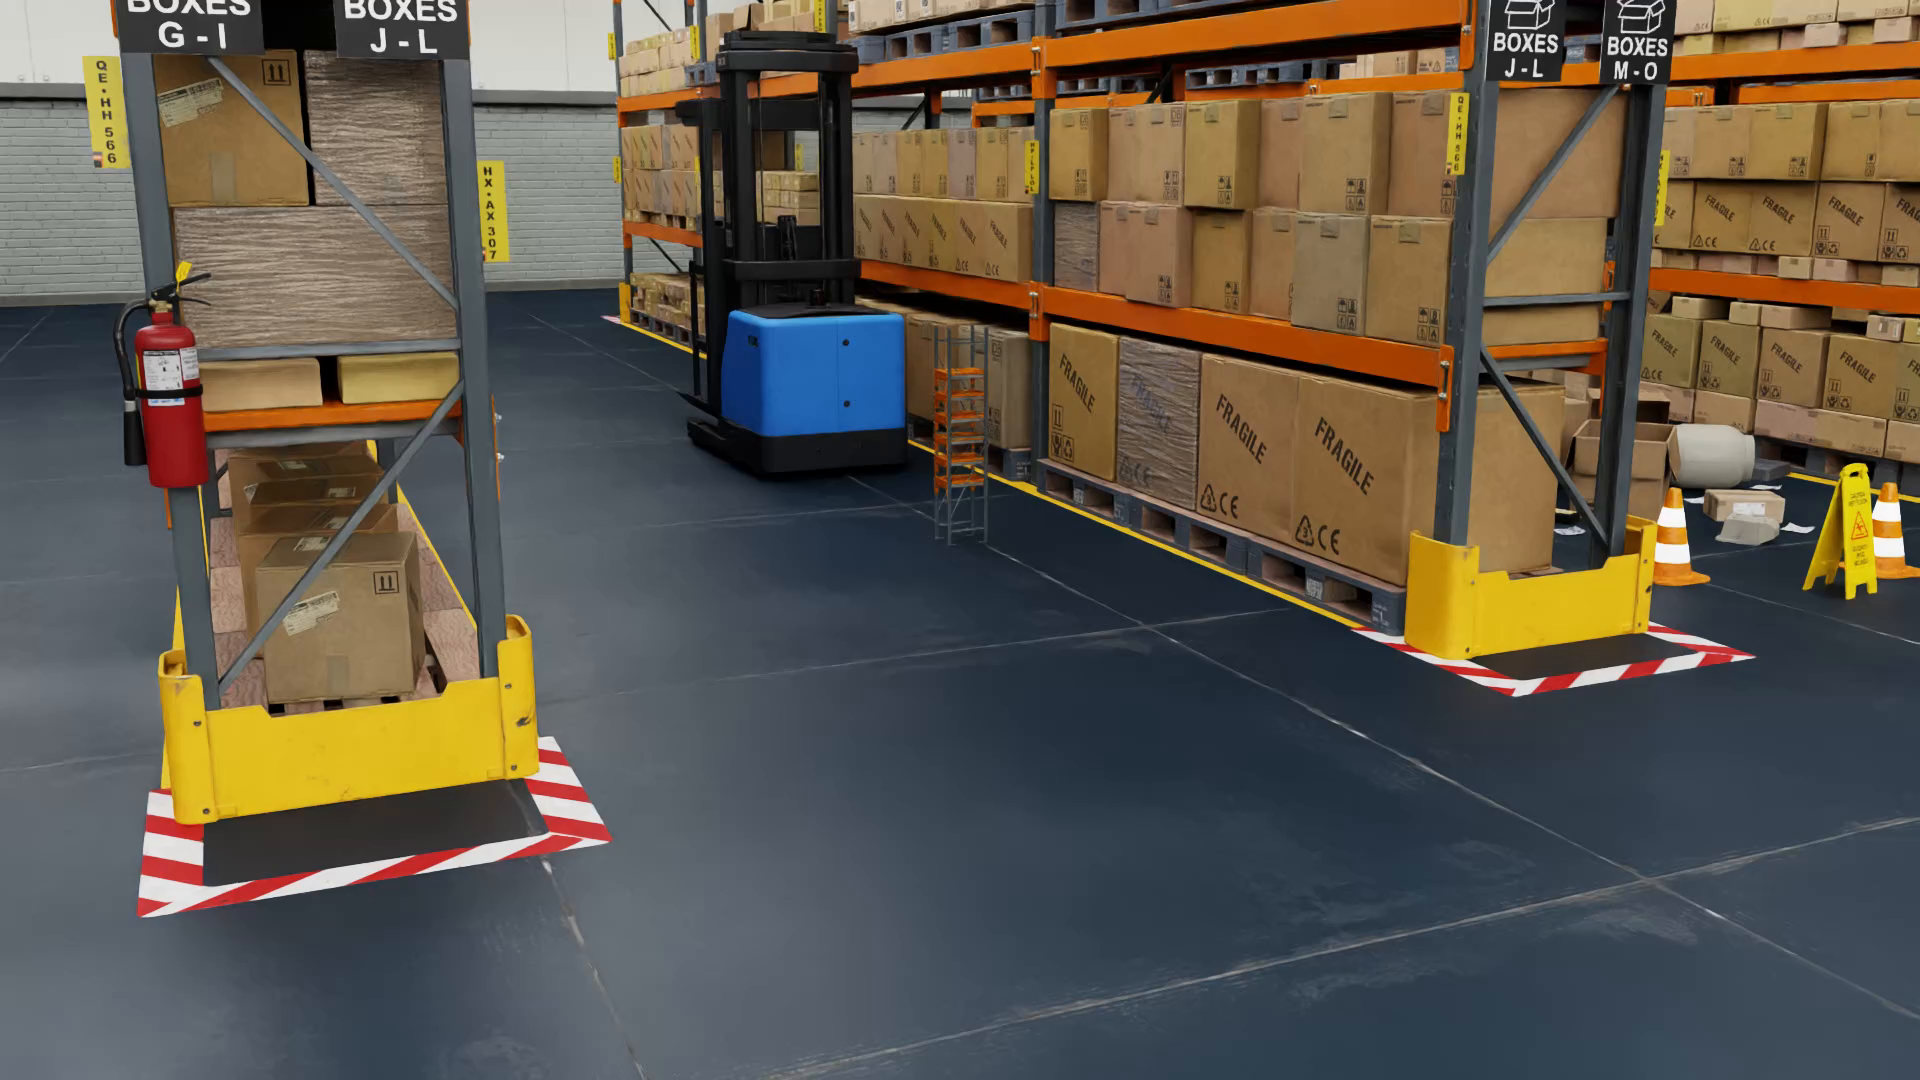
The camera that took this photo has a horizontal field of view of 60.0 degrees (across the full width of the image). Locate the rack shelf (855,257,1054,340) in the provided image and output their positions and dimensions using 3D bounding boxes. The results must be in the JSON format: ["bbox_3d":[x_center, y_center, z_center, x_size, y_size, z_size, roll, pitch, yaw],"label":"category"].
[{"bbox_3d":[0.146,-1.923,12.623,1.077,0.370,4.000,-6,14,-23],"label":"rack shelf"}]

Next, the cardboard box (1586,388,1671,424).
[{"bbox_3d":[4.624,-0.768,11.572,0.500,0.500,0.500,4,14,16],"label":"cardboard box"}]

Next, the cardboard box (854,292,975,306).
[{"bbox_3d":[-0.494,-1.662,13.955,1.050,0.750,0.750,-6,14,-24],"label":"cardboard box"}]

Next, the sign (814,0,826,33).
[{"bbox_3d":[-1.153,-4.352,13.721,0.100,0.325,0.005,-6,14,-23],"label":"sign"}]

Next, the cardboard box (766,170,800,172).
[{"bbox_3d":[-1.810,-3.765,17.290,0.380,0.149,0.250,-6,14,-25],"label":"cardboard box"}]

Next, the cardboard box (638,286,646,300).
[{"bbox_3d":[-3.827,-3.107,20.875,0.380,0.149,0.250,-6,14,-23],"label":"cardboard box"}]

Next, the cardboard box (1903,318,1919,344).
[{"bbox_3d":[6.178,-1.312,10.453,0.380,0.149,0.250,-5,14,-22],"label":"cardboard box"}]

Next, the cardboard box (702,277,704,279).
[{"bbox_3d":[-2.943,-3.150,20.399,0.380,0.149,0.250,-5,14,-21],"label":"cardboard box"}]

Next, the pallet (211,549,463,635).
[{"bbox_3d":[-2.844,0.313,7.549,1.003,0.211,1.213,-6,14,-23],"label":"pallet"}]

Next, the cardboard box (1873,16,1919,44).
[{"bbox_3d":[5.989,-3.203,10.461,0.380,0.149,0.250,-6,14,-24],"label":"cardboard box"}]

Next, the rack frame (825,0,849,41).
[{"bbox_3d":[-0.655,-5.610,13.651,1.000,3.000,0.127,-6,14,-23],"label":"rack frame"}]

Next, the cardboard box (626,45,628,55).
[{"bbox_3d":[-3.939,-6.078,20.668,0.380,0.149,0.250,-6,14,-23],"label":"cardboard box"}]

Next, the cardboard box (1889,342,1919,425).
[{"bbox_3d":[6.272,-0.982,10.464,0.500,0.500,0.500,-5,14,-21],"label":"cardboard box"}]

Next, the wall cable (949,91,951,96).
[{"bbox_3d":[-1.211,-8.948,28.073,2.355,3.000,0.029,-6,14,-23],"label":"wall cable"}]

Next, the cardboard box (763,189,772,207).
[{"bbox_3d":[-1.586,-3.136,15.233,0.380,0.149,0.250,-6,14,-23],"label":"cardboard box"}]

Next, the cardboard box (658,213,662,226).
[{"bbox_3d":[-3.359,-3.803,19.707,0.380,0.149,0.250,-5,14,-21],"label":"cardboard box"}]

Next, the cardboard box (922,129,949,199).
[{"bbox_3d":[0.132,-2.813,12.434,0.700,0.500,0.500,-6,14,-24],"label":"cardboard box"}]

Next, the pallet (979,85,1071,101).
[{"bbox_3d":[0.942,-6.074,22.504,1.003,0.211,1.213,-6,14,-23],"label":"pallet"}]

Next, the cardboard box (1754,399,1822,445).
[{"bbox_3d":[5.870,-0.829,11.464,0.500,0.250,0.500,-6,14,-24],"label":"cardboard box"}]

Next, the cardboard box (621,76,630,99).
[{"bbox_3d":[-3.914,-5.612,20.647,0.500,0.250,0.500,-5,14,-21],"label":"cardboard box"}]

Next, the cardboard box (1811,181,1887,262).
[{"bbox_3d":[5.995,-2.097,10.896,0.500,0.500,0.500,-5,14,-22],"label":"cardboard box"}]

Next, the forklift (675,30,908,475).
[{"bbox_3d":[-1.410,-2.155,12.182,1.130,2.935,3.031,-6,14,-23],"label":"forklift"}]

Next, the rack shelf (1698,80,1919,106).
[{"bbox_3d":[9.187,-4.302,16.247,1.077,0.370,4.000,-6,14,-23],"label":"rack shelf"}]

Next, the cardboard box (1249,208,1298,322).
[{"bbox_3d":[2.010,-1.418,8.514,0.875,0.550,0.550,-6,14,-23],"label":"cardboard box"}]

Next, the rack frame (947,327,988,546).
[{"bbox_3d":[0.042,-0.563,9.140,0.240,1.200,0.006,-6,14,-23],"label":"rack frame"}]

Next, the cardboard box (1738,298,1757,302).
[{"bbox_3d":[8.624,-2.522,17.948,0.875,0.625,0.625,-5,14,-21],"label":"cardboard box"}]

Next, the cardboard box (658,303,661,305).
[{"bbox_3d":[-3.466,-2.814,20.268,0.380,0.149,0.250,-6,14,-23],"label":"cardboard box"}]

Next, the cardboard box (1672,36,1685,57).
[{"bbox_3d":[5.341,-3.580,12.091,0.380,0.149,0.250,-6,14,-24],"label":"cardboard box"}]

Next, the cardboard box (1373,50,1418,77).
[{"bbox_3d":[4.210,-4.468,15.150,0.700,0.500,0.500,-6,14,-23],"label":"cardboard box"}]

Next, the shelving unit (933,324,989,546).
[{"bbox_3d":[0.006,-0.582,9.222,0.258,1.200,0.189,-6,14,-23],"label":"shelving unit"}]

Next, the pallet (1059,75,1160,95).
[{"bbox_3d":[1.919,-5.569,20.326,1.003,0.211,1.213,-6,14,-23],"label":"pallet"}]

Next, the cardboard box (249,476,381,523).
[{"bbox_3d":[-2.775,0.024,7.225,0.500,0.500,0.500,-4,14,-18],"label":"cardboard box"}]

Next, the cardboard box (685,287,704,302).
[{"bbox_3d":[-2.884,-2.769,18.753,0.380,0.149,0.250,-6,14,-23],"label":"cardboard box"}]

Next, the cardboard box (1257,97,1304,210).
[{"bbox_3d":[2.031,-1.947,8.401,0.875,0.550,0.550,-6,14,-23],"label":"cardboard box"}]

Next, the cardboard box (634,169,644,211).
[{"bbox_3d":[-3.696,-4.307,20.447,0.500,0.500,0.500,-6,14,-23],"label":"cardboard box"}]

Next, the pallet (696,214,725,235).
[{"bbox_3d":[-2.085,-3.249,17.180,1.003,0.211,1.213,-6,14,-23],"label":"pallet"}]

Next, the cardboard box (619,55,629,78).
[{"bbox_3d":[-3.918,-5.855,20.589,0.500,0.250,0.500,-5,14,-22],"label":"cardboard box"}]

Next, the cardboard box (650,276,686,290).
[{"bbox_3d":[-3.582,-3.153,20.412,0.380,0.149,0.250,-6,14,-26],"label":"cardboard box"}]

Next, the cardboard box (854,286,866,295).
[{"bbox_3d":[-1.170,-2.157,14.985,0.500,0.250,0.500,-6,14,-24],"label":"cardboard box"}]

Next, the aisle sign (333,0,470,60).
[{"bbox_3d":[-1.736,-1.888,5.109,0.394,0.787,0.004,-6,14,-23],"label":"aisle sign"}]

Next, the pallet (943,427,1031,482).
[{"bbox_3d":[0.569,-0.655,11.730,1.003,0.211,1.213,-6,14,-23],"label":"pallet"}]

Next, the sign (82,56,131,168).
[{"bbox_3d":[-2.552,-1.279,4.975,0.100,0.325,0.005,-6,14,-23],"label":"sign"}]

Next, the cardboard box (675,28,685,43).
[{"bbox_3d":[-2.885,-5.480,18.081,0.380,0.149,0.250,-6,14,-23],"label":"cardboard box"}]

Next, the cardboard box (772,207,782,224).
[{"bbox_3d":[-1.475,-2.934,15.021,0.380,0.149,0.250,-5,14,-22],"label":"cardboard box"}]

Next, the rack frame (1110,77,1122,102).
[{"bbox_3d":[2.237,-3.981,19.920,1.000,3.000,0.127,-6,14,-23],"label":"rack frame"}]

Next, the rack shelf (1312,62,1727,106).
[{"bbox_3d":[4.641,-3.853,14.307,1.077,0.370,4.000,-6,14,-23],"label":"rack shelf"}]

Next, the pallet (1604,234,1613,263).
[{"bbox_3d":[5.269,-2.406,13.539,1.003,0.211,1.213,-6,14,-23],"label":"pallet"}]

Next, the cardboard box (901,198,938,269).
[{"bbox_3d":[-0.117,-2.306,12.461,0.500,0.500,0.500,-6,14,-24],"label":"cardboard box"}]

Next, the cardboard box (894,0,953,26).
[{"bbox_3d":[-0.161,-3.979,12.303,0.500,0.311,0.500,-6,14,-24],"label":"cardboard box"}]

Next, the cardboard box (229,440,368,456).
[{"bbox_3d":[-3.864,-0.559,9.700,0.700,0.500,0.500,-7,15,-27],"label":"cardboard box"}]

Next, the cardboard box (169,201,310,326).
[{"bbox_3d":[-2.541,-1.009,6.197,0.875,0.500,0.500,-6,14,-23],"label":"cardboard box"}]

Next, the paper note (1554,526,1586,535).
[{"bbox_3d":[3.493,-0.056,9.546,0.144,0.017,0.142,-1,13,-4],"label":"paper note"}]

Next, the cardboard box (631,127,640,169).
[{"bbox_3d":[-3.715,-4.800,20.359,0.500,0.500,0.500,-5,14,-21],"label":"cardboard box"}]

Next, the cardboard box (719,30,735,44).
[{"bbox_3d":[-2.098,-4.935,16.655,0.500,0.311,0.500,-6,14,-24],"label":"cardboard box"}]

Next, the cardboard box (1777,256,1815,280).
[{"bbox_3d":[5.778,-1.847,11.255,0.380,0.149,0.250,-6,14,-23],"label":"cardboard box"}]

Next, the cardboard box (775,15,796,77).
[{"bbox_3d":[-1.329,-4.394,14.829,0.500,0.500,0.500,-6,14,-23],"label":"cardboard box"}]
